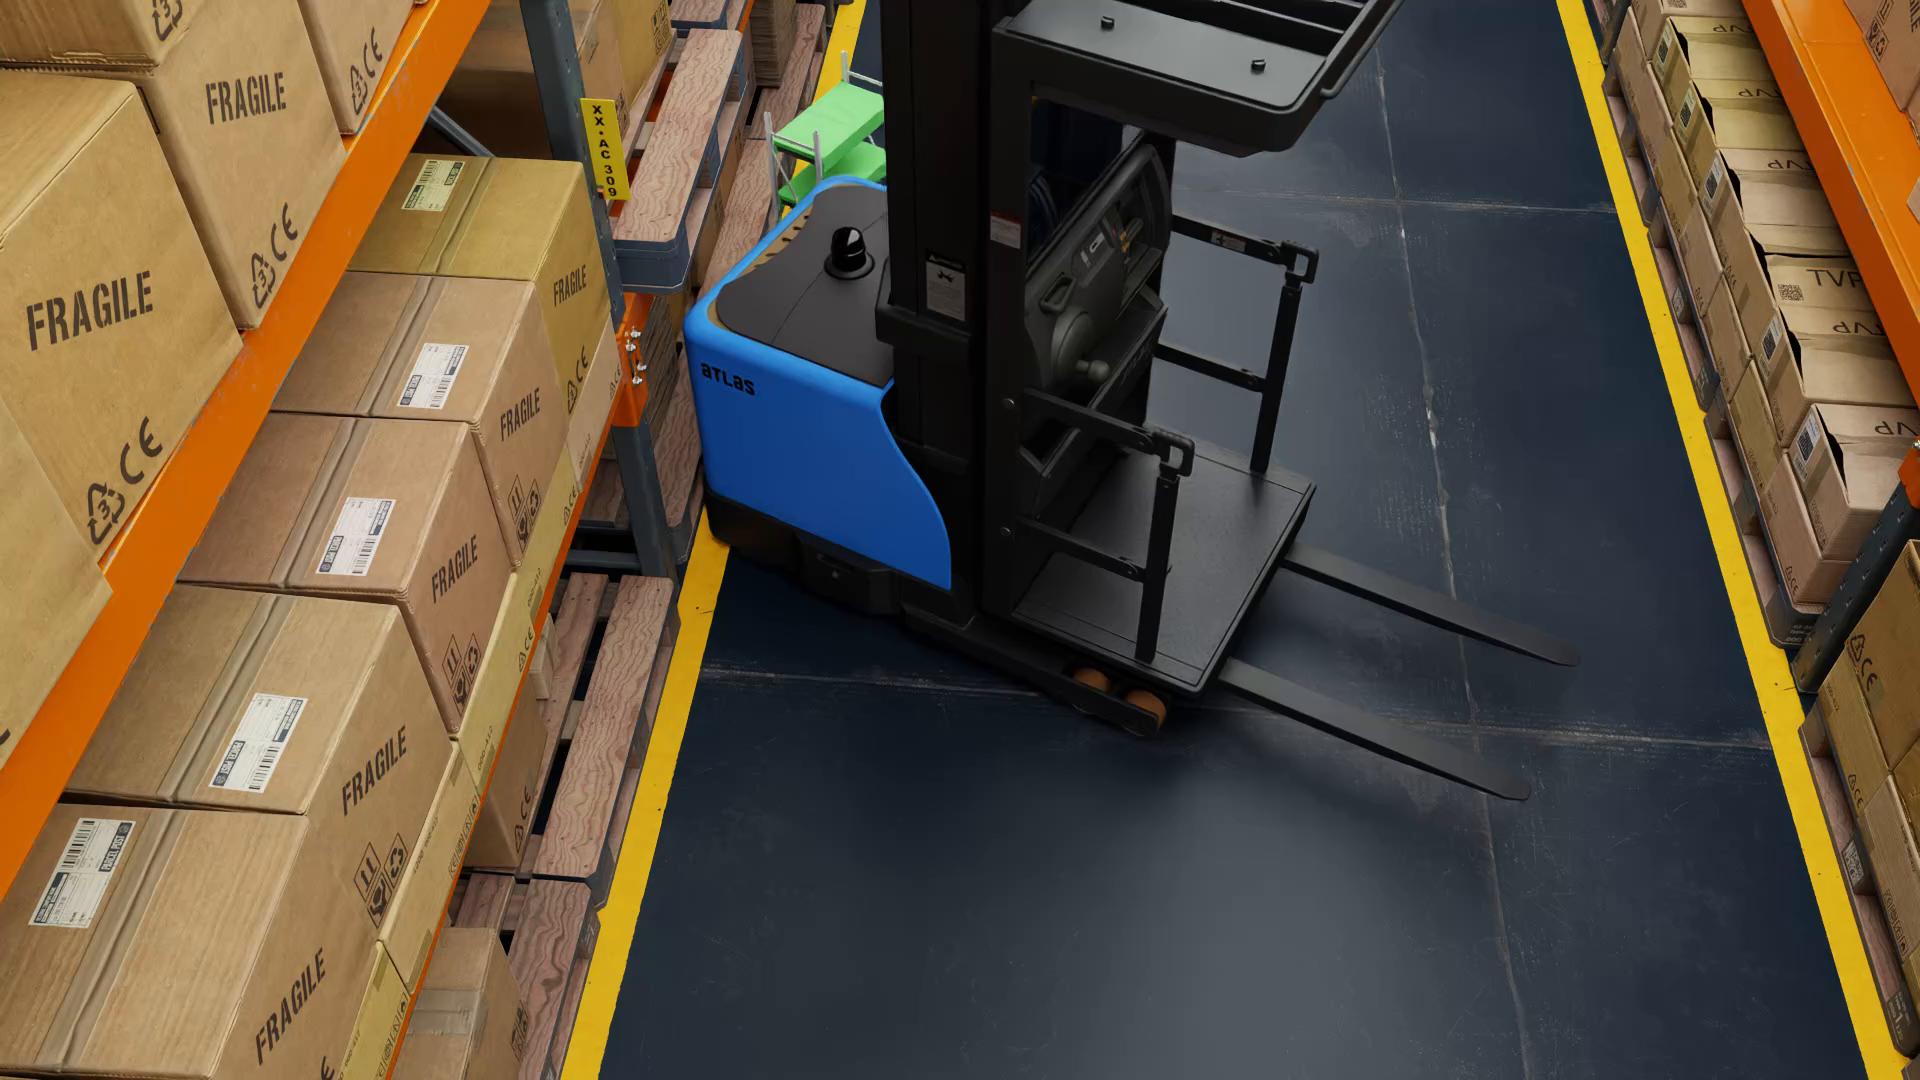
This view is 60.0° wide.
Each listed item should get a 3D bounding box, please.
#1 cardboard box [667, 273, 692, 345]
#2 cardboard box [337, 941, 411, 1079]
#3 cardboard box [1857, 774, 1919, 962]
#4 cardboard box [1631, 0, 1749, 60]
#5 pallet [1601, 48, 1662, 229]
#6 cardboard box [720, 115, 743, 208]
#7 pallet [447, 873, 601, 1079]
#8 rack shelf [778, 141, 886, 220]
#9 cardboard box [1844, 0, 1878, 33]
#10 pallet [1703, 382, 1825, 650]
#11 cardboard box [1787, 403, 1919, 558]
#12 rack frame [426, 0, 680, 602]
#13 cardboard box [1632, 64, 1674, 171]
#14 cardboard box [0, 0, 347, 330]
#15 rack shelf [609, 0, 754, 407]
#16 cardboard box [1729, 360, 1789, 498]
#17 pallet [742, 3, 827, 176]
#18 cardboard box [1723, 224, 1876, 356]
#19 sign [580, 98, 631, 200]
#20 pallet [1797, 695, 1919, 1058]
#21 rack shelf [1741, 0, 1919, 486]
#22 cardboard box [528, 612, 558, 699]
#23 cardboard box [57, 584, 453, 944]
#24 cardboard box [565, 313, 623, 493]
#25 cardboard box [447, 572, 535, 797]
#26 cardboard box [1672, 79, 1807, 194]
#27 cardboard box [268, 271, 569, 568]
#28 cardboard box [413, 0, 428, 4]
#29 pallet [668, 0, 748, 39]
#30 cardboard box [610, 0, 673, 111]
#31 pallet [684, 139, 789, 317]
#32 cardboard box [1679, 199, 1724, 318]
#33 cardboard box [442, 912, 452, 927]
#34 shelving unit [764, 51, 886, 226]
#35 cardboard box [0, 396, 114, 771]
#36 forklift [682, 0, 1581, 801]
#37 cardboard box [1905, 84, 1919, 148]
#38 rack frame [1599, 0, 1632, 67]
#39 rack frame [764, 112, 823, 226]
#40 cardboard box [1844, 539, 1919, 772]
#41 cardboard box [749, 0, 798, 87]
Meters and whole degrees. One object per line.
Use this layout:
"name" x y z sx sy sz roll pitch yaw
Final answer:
"cardboard box" -1.479 -1.051 6.574 0.700 0.500 0.500 3 48 3
"cardboard box" -1.446 1.069 3.328 0.500 0.250 0.500 3 48 3
"cardboard box" 3.011 0.983 4.897 0.500 0.250 0.500 4 48 4
"cardboard box" 3.431 -2.468 7.673 0.500 0.311 0.500 5 48 5
"pallet" 3.657 -1.886 7.832 1.003 0.211 1.213 4 48 4
"cardboard box" -1.356 -1.795 7.254 0.700 0.500 0.500 4 48 3
"pallet" -1.662 1.515 4.721 1.003 0.211 1.213 4 48 4
"rack shelf" -0.477 -1.373 6.453 0.258 0.148 0.480 25 52 21
"cardboard box" 3.634 -2.229 6.188 0.500 0.500 0.500 2 48 1
"pallet" 3.435 -0.093 6.192 1.003 0.211 1.213 4 48 4
"cardboard box" 3.158 -0.210 5.608 0.500 0.311 0.500 4 48 4
"rack frame" -1.527 -0.821 4.968 1.000 3.000 0.127 4 48 4
"cardboard box" 3.386 -1.909 7.542 0.500 0.250 0.500 3 48 2
"cardboard box" -1.398 -0.705 2.748 0.500 0.500 0.500 2 48 2
"rack shelf" -1.345 -2.048 6.578 1.077 0.370 4.000 4 48 4
"cardboard box" 3.203 -0.400 6.162 0.500 0.250 0.500 3 48 3
"pallet" -1.235 -2.245 8.160 1.003 0.211 1.213 4 48 4
"cardboard box" 3.247 -0.960 6.294 0.500 0.311 0.500 4 48 3
"sign" -0.986 -1.082 4.620 0.100 0.325 0.005 4 48 4
"pallet" 3.292 1.032 5.163 1.003 0.211 1.213 4 48 4
"rack shelf" 3.589 -1.717 6.275 1.077 0.370 4.000 4 48 4
"cardboard box" -1.546 0.382 5.490 0.380 0.166 0.250 -2 48 -2
"cardboard box" -1.405 0.457 3.379 0.500 0.500 0.500 5 48 5
"cardboard box" -1.268 -0.408 4.679 0.500 0.250 0.500 4 48 4
"cardboard box" -1.353 0.328 4.006 0.500 0.250 0.500 4 48 3
"cardboard box" 3.342 -1.706 6.977 0.500 0.311 0.500 3 48 2
"cardboard box" -1.302 -0.295 4.067 0.500 0.500 0.500 4 48 3
"cardboard box" -1.327 -1.484 3.460 0.500 0.500 0.500 5 48 5
"pallet" -1.302 -2.238 6.394 1.003 0.211 1.213 4 48 4
"cardboard box" -1.389 -1.785 5.484 0.700 0.500 0.500 8 48 8
"pallet" -1.349 -1.351 7.342 1.003 0.211 1.213 4 48 4
"cardboard box" 3.297 -1.150 6.848 0.500 0.250 0.500 5 48 4
"cardboard box" -1.693 1.167 4.784 0.380 0.149 0.250 0 48 0
"shelving unit" -0.477 -1.254 6.583 0.258 1.200 0.503 25 52 21
"cardboard box" -1.484 0.063 2.046 0.500 0.500 0.500 6 48 5
"forklift" 0.606 -0.776 4.973 3.031 2.935 1.130 22 51 19
"cardboard box" 3.541 -1.474 5.498 0.500 0.500 0.500 7 48 6
"rack frame" 3.771 -3.430 7.354 1.000 3.000 0.127 4 48 4
"rack frame" -0.607 -1.101 6.444 0.240 1.200 0.015 25 52 21
"cardboard box" 3.052 0.362 4.956 0.500 0.500 0.500 4 48 4
"cardboard box" -1.176 -2.532 7.929 0.700 0.500 0.500 4 48 4
